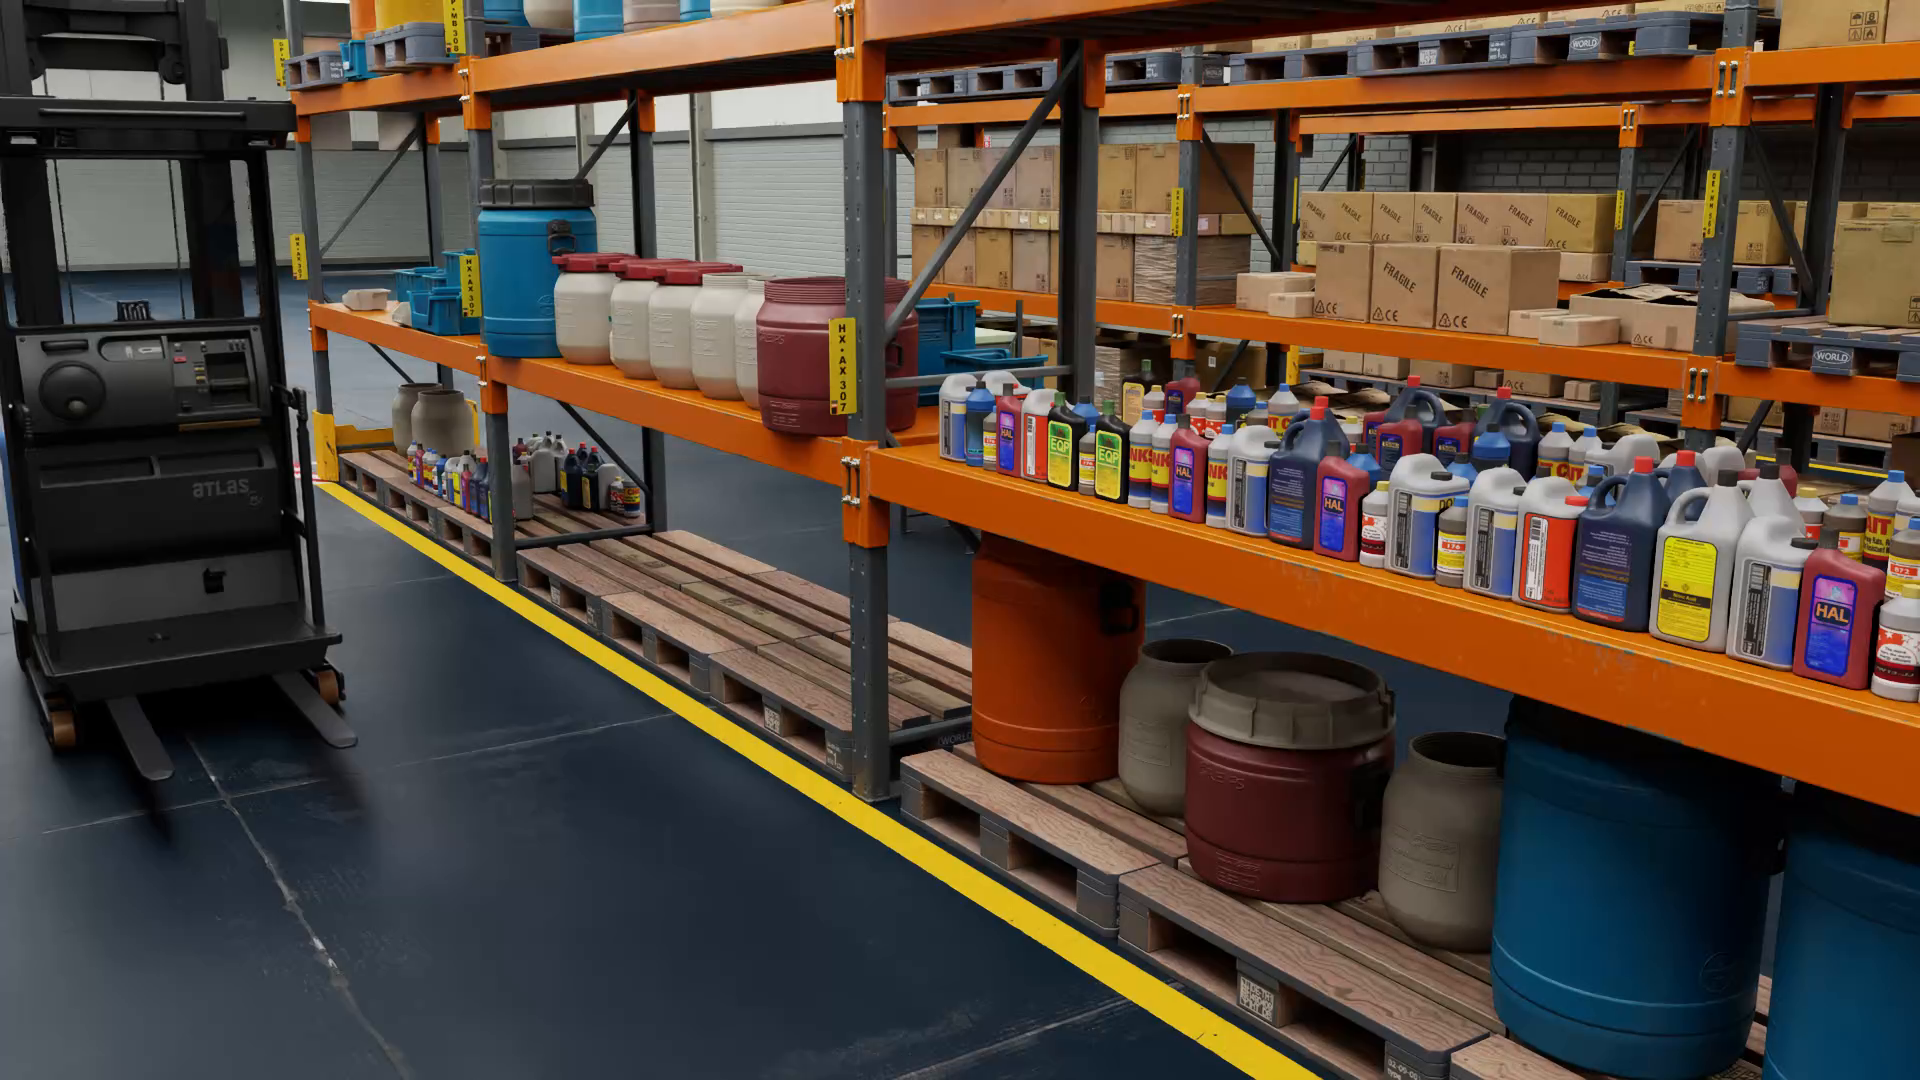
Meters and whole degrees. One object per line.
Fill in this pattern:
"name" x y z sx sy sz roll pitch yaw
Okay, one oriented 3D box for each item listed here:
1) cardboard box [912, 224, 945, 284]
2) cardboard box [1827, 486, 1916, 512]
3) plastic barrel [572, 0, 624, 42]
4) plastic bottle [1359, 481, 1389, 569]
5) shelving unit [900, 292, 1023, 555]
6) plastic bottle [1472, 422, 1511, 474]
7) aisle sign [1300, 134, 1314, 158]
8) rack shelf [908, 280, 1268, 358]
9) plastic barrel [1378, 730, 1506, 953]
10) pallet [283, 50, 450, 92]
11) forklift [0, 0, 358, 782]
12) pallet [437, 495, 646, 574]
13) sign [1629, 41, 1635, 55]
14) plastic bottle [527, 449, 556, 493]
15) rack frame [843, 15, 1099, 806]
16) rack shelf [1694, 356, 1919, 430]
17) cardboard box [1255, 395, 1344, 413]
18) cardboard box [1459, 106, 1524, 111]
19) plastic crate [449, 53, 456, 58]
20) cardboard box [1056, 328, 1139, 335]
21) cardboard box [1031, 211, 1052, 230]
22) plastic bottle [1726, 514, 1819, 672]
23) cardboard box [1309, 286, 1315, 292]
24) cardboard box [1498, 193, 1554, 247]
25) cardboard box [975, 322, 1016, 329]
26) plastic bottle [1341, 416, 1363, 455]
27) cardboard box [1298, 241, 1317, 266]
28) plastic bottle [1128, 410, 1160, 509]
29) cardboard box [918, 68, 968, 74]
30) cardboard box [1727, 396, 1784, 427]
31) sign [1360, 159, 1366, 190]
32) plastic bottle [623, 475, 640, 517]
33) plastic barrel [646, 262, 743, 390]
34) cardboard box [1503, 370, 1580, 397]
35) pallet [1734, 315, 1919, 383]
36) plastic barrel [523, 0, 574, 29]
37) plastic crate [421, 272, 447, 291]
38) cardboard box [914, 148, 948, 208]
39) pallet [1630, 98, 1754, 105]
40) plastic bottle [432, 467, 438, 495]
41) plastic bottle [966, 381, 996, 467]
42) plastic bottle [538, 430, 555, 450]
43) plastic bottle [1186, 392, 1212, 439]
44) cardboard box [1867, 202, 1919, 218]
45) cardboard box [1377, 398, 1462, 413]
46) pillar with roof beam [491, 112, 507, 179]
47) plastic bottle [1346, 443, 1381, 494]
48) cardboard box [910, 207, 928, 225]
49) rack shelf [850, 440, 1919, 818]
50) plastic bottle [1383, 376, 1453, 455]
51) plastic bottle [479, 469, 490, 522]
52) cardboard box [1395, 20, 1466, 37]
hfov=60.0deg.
"cardboard box" -0.003 -2.551 14.772 0.700 0.500 0.500 -8 15 -33
"cardboard box" 4.490 0.049 7.936 0.500 0.500 0.500 -9 15 -35
"plastic barrel" -1.699 -2.935 8.568 0.600 0.901 0.708 -8 15 -33
"plastic bottle" 1.012 -0.039 3.984 0.097 0.201 0.097 0 12 0
"shelving unit" -0.004 -0.734 10.207 0.431 1.500 0.755 -8 15 -33
"plastic bottle" 1.421 -0.179 4.460 0.097 0.271 0.097 0 12 0
"aisle sign" 3.581 -4.421 17.472 0.394 0.787 0.004 -8 15 -33
"rack shelf" 0.857 -1.880 13.620 1.077 0.370 4.000 -8 15 -33
"plastic barrel" 1.353 0.807 4.488 0.421 0.512 0.421 0 12 0
"pallet" -4.000 -3.216 11.466 1.003 0.211 1.213 -8 15 -33
"forklift" -3.274 -0.712 6.757 1.130 2.935 3.031 -8 15 -32
"pallet" -2.498 -0.052 10.105 1.003 0.211 1.213 -8 15 -33
"sign" 5.639 -4.115 13.925 0.100 0.325 0.005 -8 15 -33
"plastic bottle" -2.712 -0.454 10.762 0.152 0.276 0.135 -8 15 -33
"rack frame" 0.055 -0.578 5.985 1.000 3.000 0.127 -8 15 -33
"rack shelf" 5.289 -0.457 7.114 1.077 0.370 4.000 -8 15 -33
"cardboard box" 2.259 -0.819 11.225 0.500 0.311 0.500 -8 15 -33
"cardboard box" 4.993 -4.232 15.393 0.500 0.500 0.500 -9 15 -35
"plastic crate" -3.070 -3.155 10.785 0.392 0.384 0.575 -8 15 -33
"cardboard box" 1.136 -1.490 13.851 0.500 0.500 0.500 -8 15 -33
"cardboard box" 0.784 -2.537 13.190 0.380 0.149 0.250 -8 14 -31
"plastic bottle" 1.582 0.097 3.188 0.152 0.276 0.135 -8 15 -33
"cardboard box" 2.605 -1.675 11.315 0.396 0.266 0.258 -9 15 -34
"cardboard box" 5.286 -2.901 15.154 0.500 0.500 0.500 -8 15 -33
"cardboard box" 0.139 -1.605 14.376 0.500 0.500 0.500 -8 15 -33
"plastic bottle" 1.189 -0.275 5.063 0.097 0.201 0.097 0 12 0
"cardboard box" 3.876 -2.986 17.299 0.500 0.250 0.500 -9 15 -34
"plastic bottle" 0.525 -0.229 4.691 0.097 0.271 0.097 0 12 0
"cardboard box" 0.063 -4.273 14.309 0.797 0.503 0.637 -7 14 -29
"cardboard box" 6.836 -1.241 13.838 0.700 0.500 0.500 -8 15 -34
"sign" 4.343 -3.956 17.980 0.100 0.325 0.005 -8 15 -33
"plastic bottle" -1.973 -0.280 9.979 0.097 0.271 0.097 0 12 0
"plastic barrel" -1.167 -0.953 7.379 0.433 0.535 0.433 0 12 0
"cardboard box" 5.478 -1.636 15.643 0.500 0.500 0.500 -9 16 -37
"pallet" 4.615 -0.958 8.171 1.213 0.211 1.003 -8 15 -33
"plastic barrel" -2.236 -3.115 9.318 0.421 0.512 0.421 0 12 0
"plastic crate" -3.496 -1.759 11.731 0.499 0.251 0.408 -8 15 -33
"cardboard box" 0.026 -3.176 14.591 0.700 0.500 0.500 -8 15 -33
"pallet" 6.340 -3.714 13.741 1.213 0.211 1.003 -8 15 -33
"plastic bottle" -3.332 -0.393 10.660 0.097 0.201 0.097 0 12 0
"plastic bottle" 0.067 -0.376 5.363 0.097 0.271 0.097 0 12 0
"plastic bottle" -2.706 -0.546 11.006 0.144 0.351 0.185 -7 14 -30
"plastic bottle" 0.811 -0.396 5.617 0.097 0.201 0.097 0 12 0
"cardboard box" 7.325 -2.316 12.668 0.700 0.500 0.500 -8 15 -33
"cardboard box" 2.996 -0.792 11.104 0.500 0.311 0.500 -8 15 -33
"pillar with roof beam" -15.227 -10.908 39.180 9.100 9.000 0.548 -8 15 -33
"plastic bottle" 0.989 -0.104 4.118 0.097 0.271 0.097 0 12 0
"cardboard box" -0.213 -2.857 14.654 0.380 0.149 0.250 -8 15 -33
"rack shelf" 1.163 0.129 4.436 1.077 0.370 4.000 -8 15 -33
"plastic bottle" 1.321 -0.296 4.811 0.144 0.351 0.185 -8 15 -33
"plastic bottle" -2.758 -0.291 9.842 0.144 0.351 0.185 -9 15 -34
"cardboard box" 2.973 -3.125 9.979 0.500 0.250 0.500 -10 16 -38
